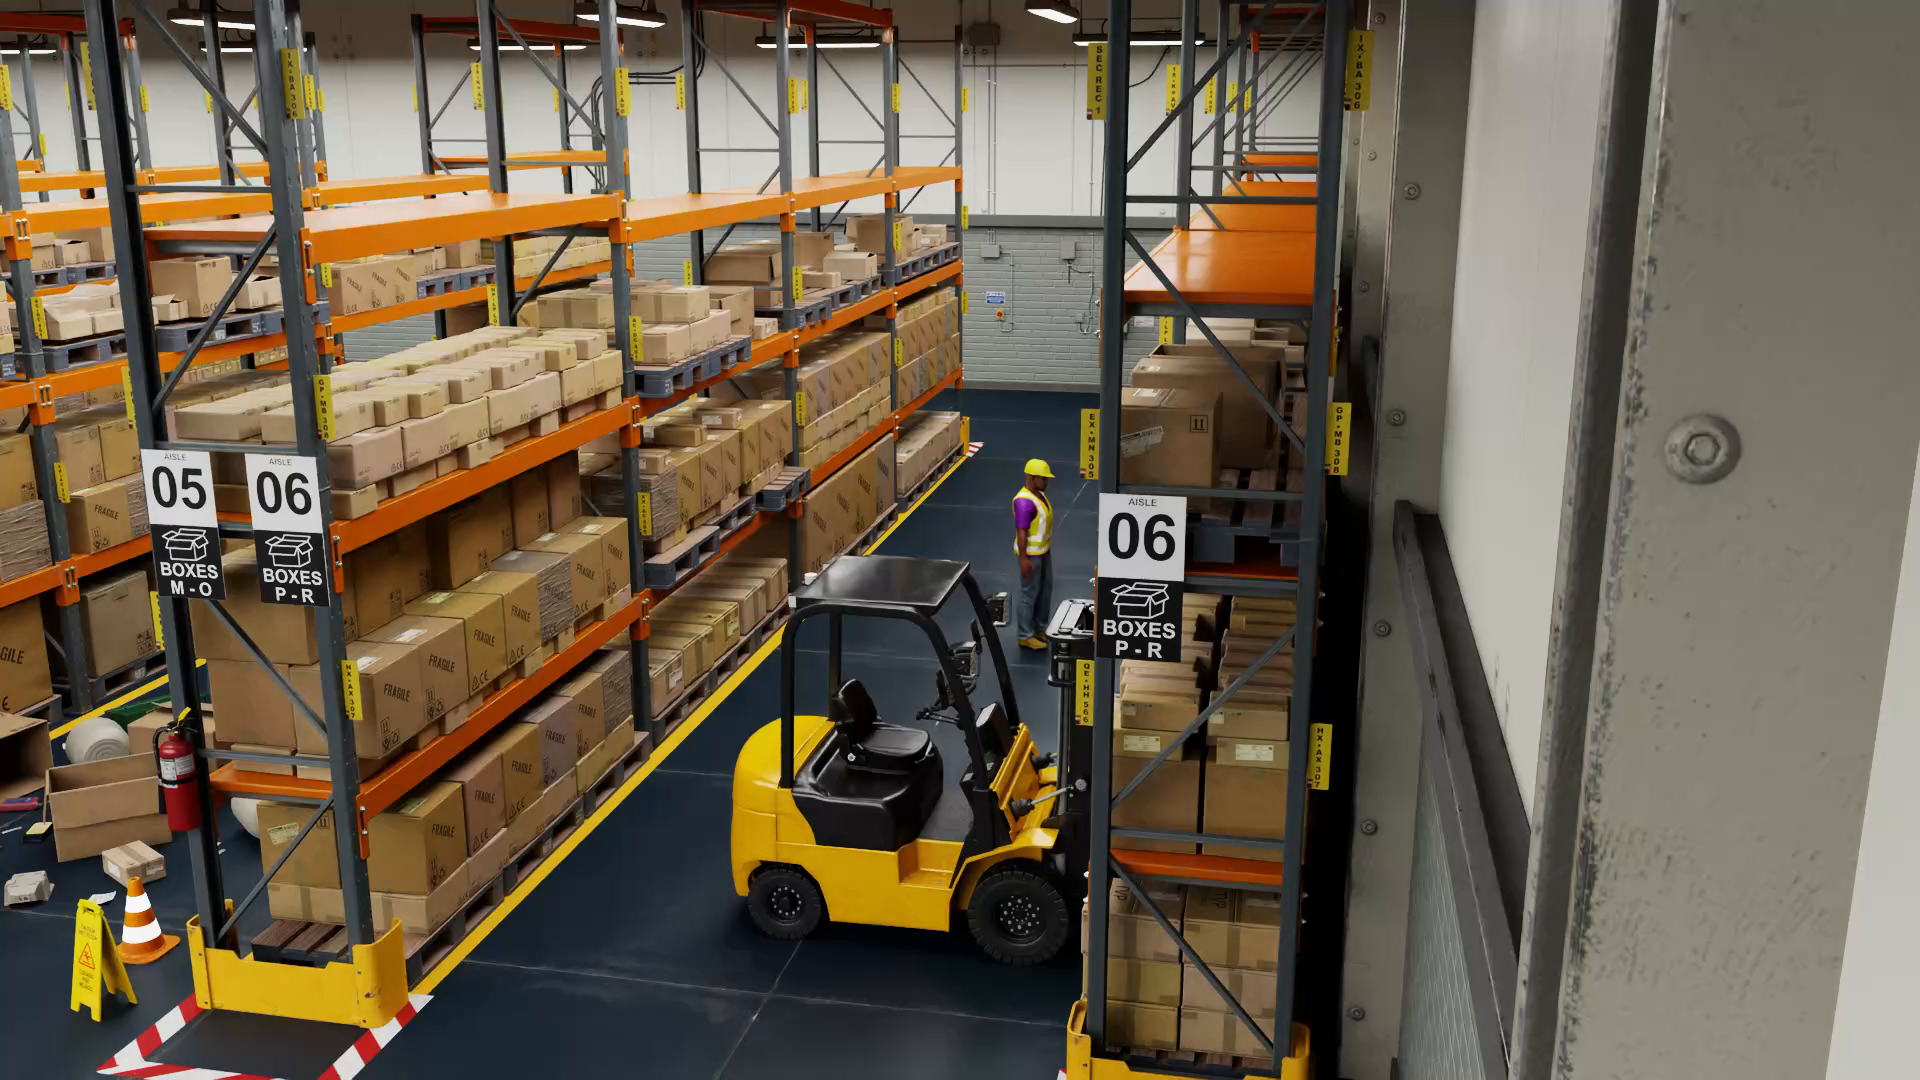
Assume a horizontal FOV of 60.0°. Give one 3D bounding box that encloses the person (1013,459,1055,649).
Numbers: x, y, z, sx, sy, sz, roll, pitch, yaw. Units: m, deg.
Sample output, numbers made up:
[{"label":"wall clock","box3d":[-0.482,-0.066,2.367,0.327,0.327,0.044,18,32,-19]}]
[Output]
[{"label":"person","box3d":[0.722,0.142,15.429,0.444,1.806,0.631,5,15,19]}]
